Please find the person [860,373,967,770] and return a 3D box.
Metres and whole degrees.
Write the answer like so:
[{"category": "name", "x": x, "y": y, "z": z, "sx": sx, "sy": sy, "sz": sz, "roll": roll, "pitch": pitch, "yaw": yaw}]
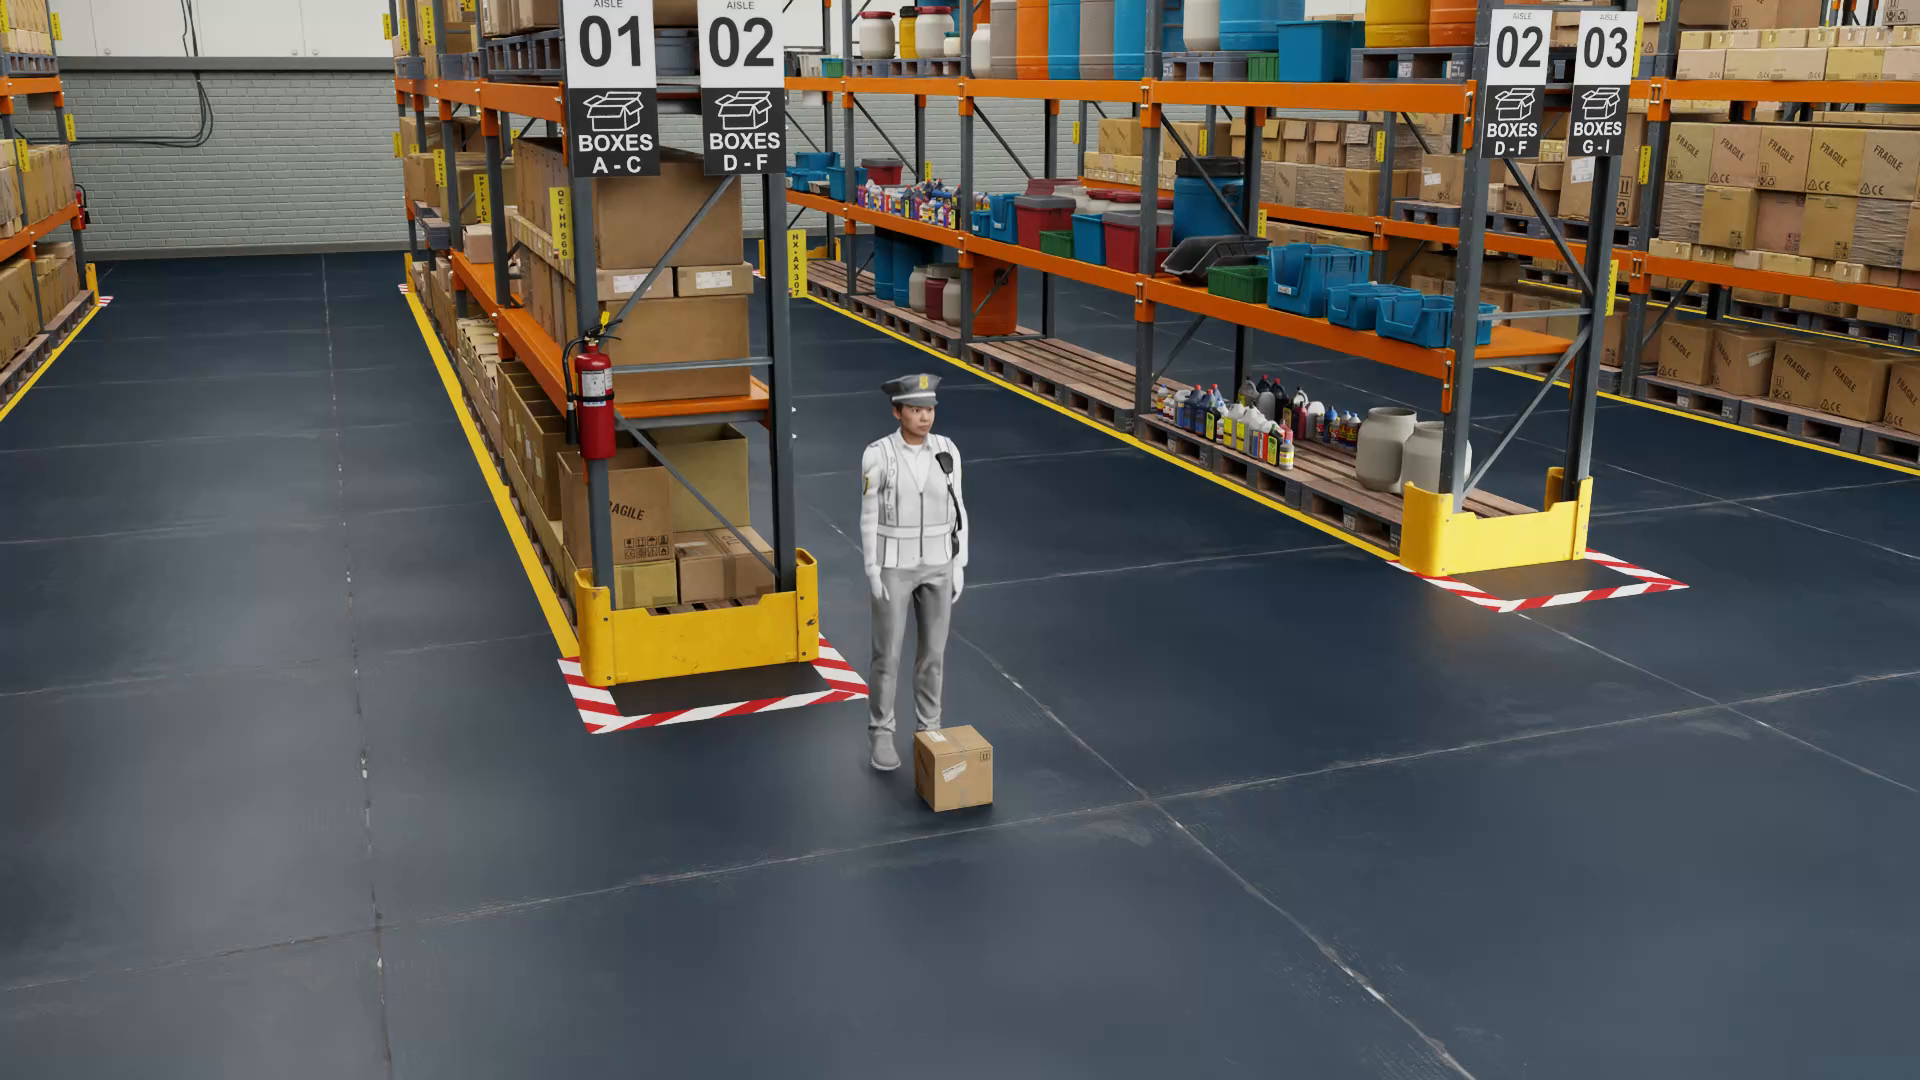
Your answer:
[{"category": "person", "x": -0.185, "y": 0.126, "z": 7.051, "sx": 0.467, "sy": 1.697, "sz": 0.346, "roll": -6, "pitch": 17, "yaw": -19}]
